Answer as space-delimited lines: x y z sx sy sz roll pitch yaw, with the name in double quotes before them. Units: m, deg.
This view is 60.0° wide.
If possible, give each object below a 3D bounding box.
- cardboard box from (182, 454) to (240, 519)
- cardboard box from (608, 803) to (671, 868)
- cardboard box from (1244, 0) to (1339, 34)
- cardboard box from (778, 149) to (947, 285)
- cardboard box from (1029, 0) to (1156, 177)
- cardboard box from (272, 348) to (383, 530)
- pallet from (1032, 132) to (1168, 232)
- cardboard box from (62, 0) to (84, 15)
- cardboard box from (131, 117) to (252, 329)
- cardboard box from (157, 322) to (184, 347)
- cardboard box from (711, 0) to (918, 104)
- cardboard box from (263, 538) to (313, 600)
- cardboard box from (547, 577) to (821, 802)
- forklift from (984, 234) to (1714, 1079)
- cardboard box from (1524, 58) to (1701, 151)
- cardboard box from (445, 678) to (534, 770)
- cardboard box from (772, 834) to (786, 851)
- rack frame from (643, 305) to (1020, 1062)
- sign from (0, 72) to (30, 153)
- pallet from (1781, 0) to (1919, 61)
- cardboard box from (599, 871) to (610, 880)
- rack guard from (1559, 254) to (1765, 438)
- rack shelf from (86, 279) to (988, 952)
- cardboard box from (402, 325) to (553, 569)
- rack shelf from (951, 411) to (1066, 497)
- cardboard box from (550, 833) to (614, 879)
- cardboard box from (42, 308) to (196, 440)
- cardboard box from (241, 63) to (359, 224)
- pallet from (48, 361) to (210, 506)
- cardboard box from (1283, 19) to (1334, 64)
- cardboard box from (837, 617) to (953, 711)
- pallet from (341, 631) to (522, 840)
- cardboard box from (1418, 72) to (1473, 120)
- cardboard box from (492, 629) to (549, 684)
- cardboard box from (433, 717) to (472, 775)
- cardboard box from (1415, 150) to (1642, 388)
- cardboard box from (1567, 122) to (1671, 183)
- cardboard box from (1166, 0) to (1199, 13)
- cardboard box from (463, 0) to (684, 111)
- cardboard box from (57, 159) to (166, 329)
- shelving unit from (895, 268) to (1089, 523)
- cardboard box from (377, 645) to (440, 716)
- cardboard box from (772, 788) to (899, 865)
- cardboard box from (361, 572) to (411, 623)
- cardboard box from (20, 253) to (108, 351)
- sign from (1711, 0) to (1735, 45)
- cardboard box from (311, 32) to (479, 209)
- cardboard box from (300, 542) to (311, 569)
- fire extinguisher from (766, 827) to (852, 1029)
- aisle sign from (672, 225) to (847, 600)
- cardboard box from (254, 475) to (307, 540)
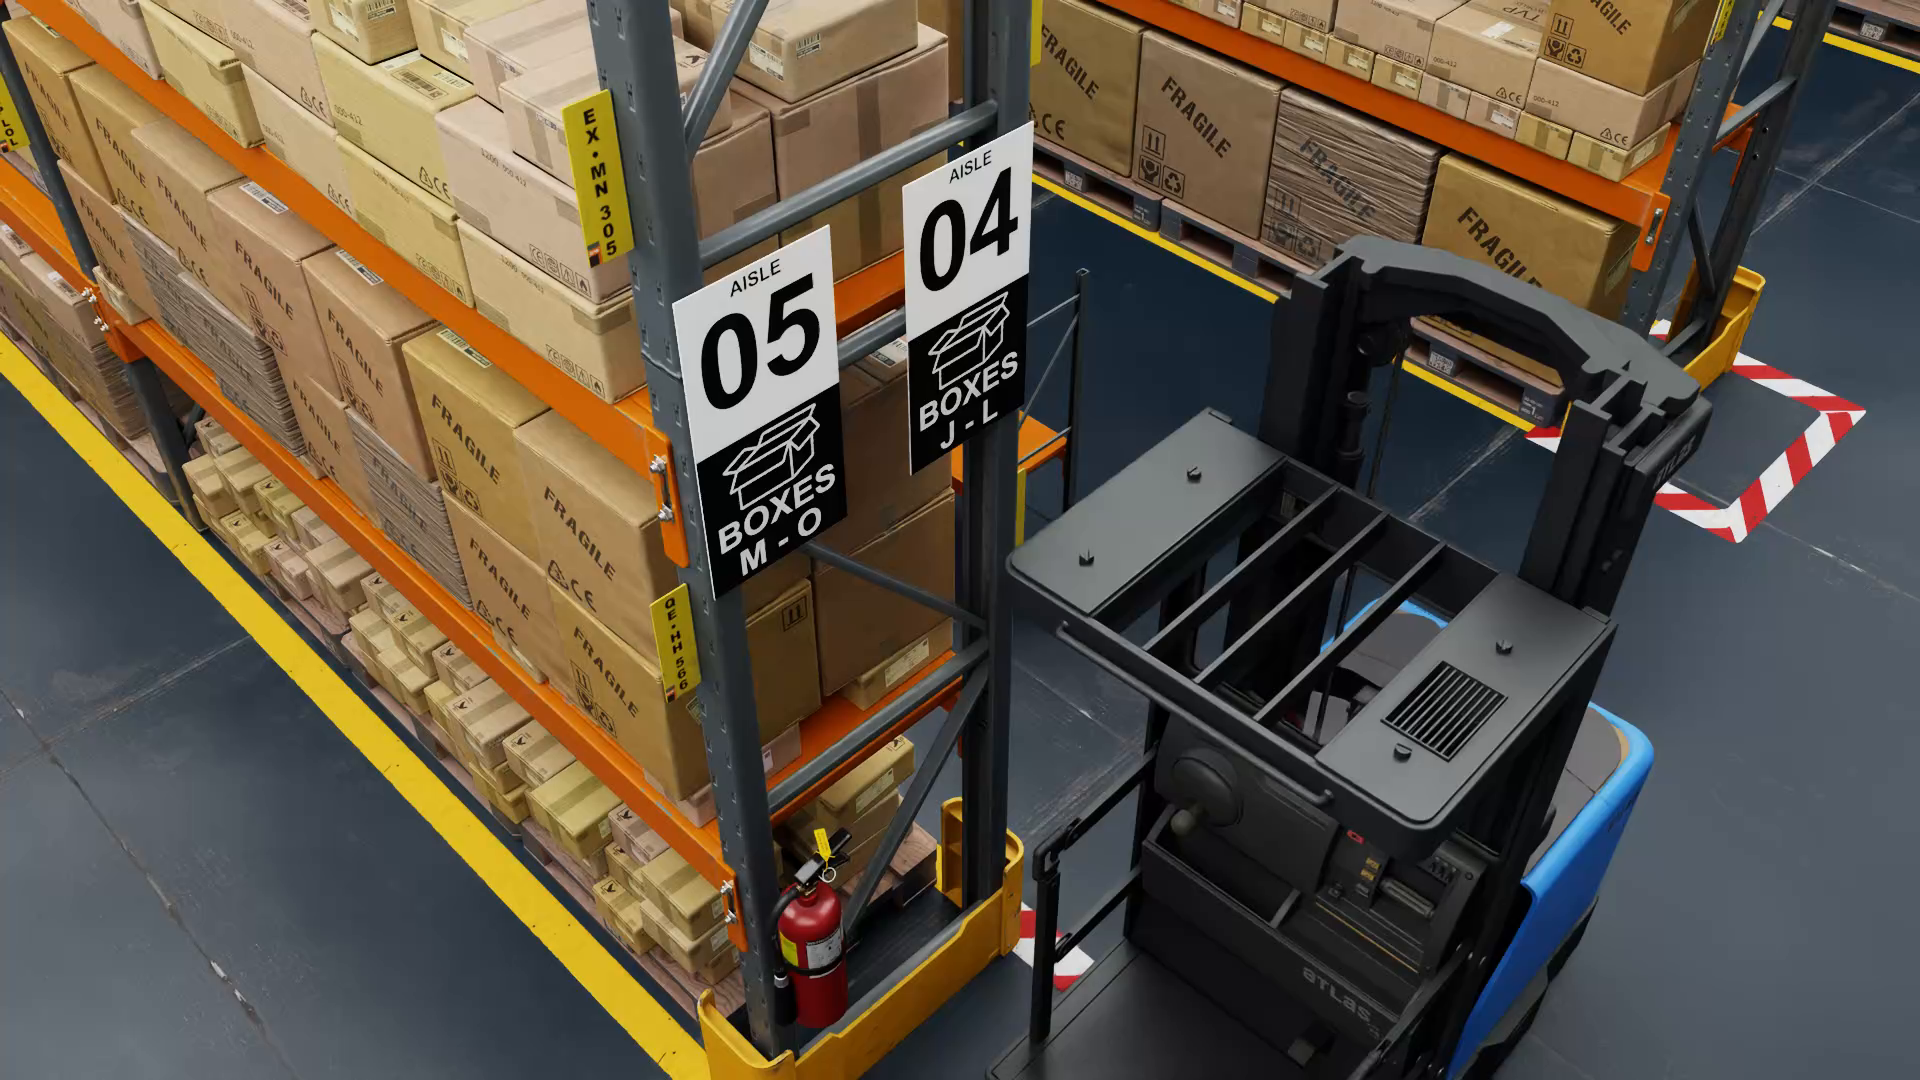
"cardboard box" -3.038 -0.286 7.038 0.380 0.149 0.250 -32 51 -30
"cardboard box" -0.933 0.918 5.516 0.380 0.149 0.250 -33 52 -31
"cardboard box" 1.722 -2.700 7.971 0.500 0.250 0.500 -34 52 -31
"cardboard box" -0.379 -0.860 3.988 0.500 0.250 0.500 -32 52 -30
"cardboard box" 0.925 -2.744 9.383 0.875 0.875 0.875 -34 53 -31
"cardboard box" -1.812 -0.447 5.348 0.500 0.500 0.500 -31 51 -29
"pallet" 0.997 -2.298 9.699 1.003 0.211 1.213 -34 53 -31
"cardboard box" -2.567 -1.858 5.068 0.500 0.250 0.500 33 52 31
"cardboard box" -2.210 -1.078 5.294 0.500 0.500 0.500 -33 52 -31
"cardboard box" -2.864 -0.923 6.341 0.380 0.149 0.250 -33 52 -30
"cardboard box" -0.310 -1.116 3.603 0.250 0.149 0.380 34 52 31
"cardboard box" -2.637 0.047 6.897 0.250 0.149 0.380 34 52 31
"cardboard box" -0.742 0.287 4.554 0.500 0.500 0.500 -33 52 -31
"forklift" 0.787 0.829 4.311 1.130 2.935 3.031 33 52 30
"cardboard box" 2.810 -1.963 7.173 0.500 0.250 0.500 33 52 31
"cardboard box" -1.573 0.598 5.863 0.380 0.149 0.250 -32 52 -30
"cardboard box" -0.629 0.926 5.946 0.250 0.149 0.380 34 53 31
"rack frame" -0.243 0.525 4.589 1.000 3.000 0.127 -34 53 -31
"sign" -3.458 -1.554 5.986 0.100 0.325 0.005 -34 53 -31
"pallet" 6.292 -3.568 11.073 1.003 0.211 1.213 -34 53 -31
"cardboard box" -1.141 1.022 5.843 0.250 0.149 0.380 34 52 31
"rack guard" 3.358 -0.874 7.945 1.175 0.500 0.348 -34 53 -31
"rack shelf" -1.655 -0.172 5.873 1.077 0.370 4.000 -34 53 -31
"cardboard box" -1.100 -0.332 4.487 0.500 0.500 0.500 32 52 30
"rack shelf" -0.060 -0.460 7.025 0.538 0.185 1.000 -34 53 -31
"cardboard box" -1.186 0.943 5.709 0.250 0.149 0.380 32 52 30
"cardboard box" -3.768 -0.868 7.629 0.500 0.500 0.500 33 52 31
"cardboard box" -1.457 -1.100 4.247 0.500 0.250 0.500 -32 51 -30
"pallet" -3.618 -0.746 8.019 1.003 0.211 1.213 -34 53 -31
"cardboard box" 1.777 -2.459 8.004 0.380 0.149 0.250 -33 52 -31
"cardboard box" -0.239 0.305 5.013 0.250 0.149 0.380 34 52 31
"pallet" -1.702 0.519 6.650 1.003 0.211 1.213 -34 53 -31
"cardboard box" 2.318 -2.091 7.605 0.380 0.149 0.250 -33 52 -31
"cardboard box" -1.206 0.234 5.089 0.380 0.149 0.250 -33 52 -30
"cardboard box" -1.728 0.676 6.217 0.380 0.149 0.250 -33 52 -31
"cardboard box" 2.832 -1.447 7.979 0.875 0.875 0.875 -34 53 -31
"cardboard box" 2.856 -1.725 7.209 0.380 0.149 0.250 -33 52 -31
"cardboard box" 1.229 -2.831 8.406 0.250 0.149 0.380 33 52 31
"cardboard box" -0.805 -1.026 3.505 0.380 0.149 0.250 -33 52 -31
"cardboard box" -2.896 -1.184 6.146 0.500 0.500 0.500 33 52 31
"shelving unit" -0.054 -0.587 6.898 0.587 1.500 1.083 -34 53 -31
"cardboard box" -1.942 0.449 6.243 0.380 0.149 0.250 -34 52 -31
"cardboard box" -0.431 0.934 5.719 0.380 0.149 0.250 -32 51 -30
"cardboard box" -2.032 0.168 6.328 0.250 0.149 0.380 32 51 30
"cardboard box" -3.772 -1.145 7.376 0.500 0.250 0.500 33 52 30
"sign" 2.947 -2.062 6.361 0.100 0.325 0.005 -34 53 -31
"cardboard box" -1.110 -1.050 3.825 0.500 0.250 0.500 33 52 30
"cardboard box" -2.409 0.024 6.704 0.250 0.149 0.380 32 51 30
"fire extinguisher" -0.391 1.033 4.371 0.296 0.674 0.183 -34 53 -31
"aisle sign" -0.403 -0.251 3.513 0.394 0.787 0.004 -34 53 -31
"cardboard box" -2.605 -0.199 6.725 0.250 0.149 0.380 33 52 31
